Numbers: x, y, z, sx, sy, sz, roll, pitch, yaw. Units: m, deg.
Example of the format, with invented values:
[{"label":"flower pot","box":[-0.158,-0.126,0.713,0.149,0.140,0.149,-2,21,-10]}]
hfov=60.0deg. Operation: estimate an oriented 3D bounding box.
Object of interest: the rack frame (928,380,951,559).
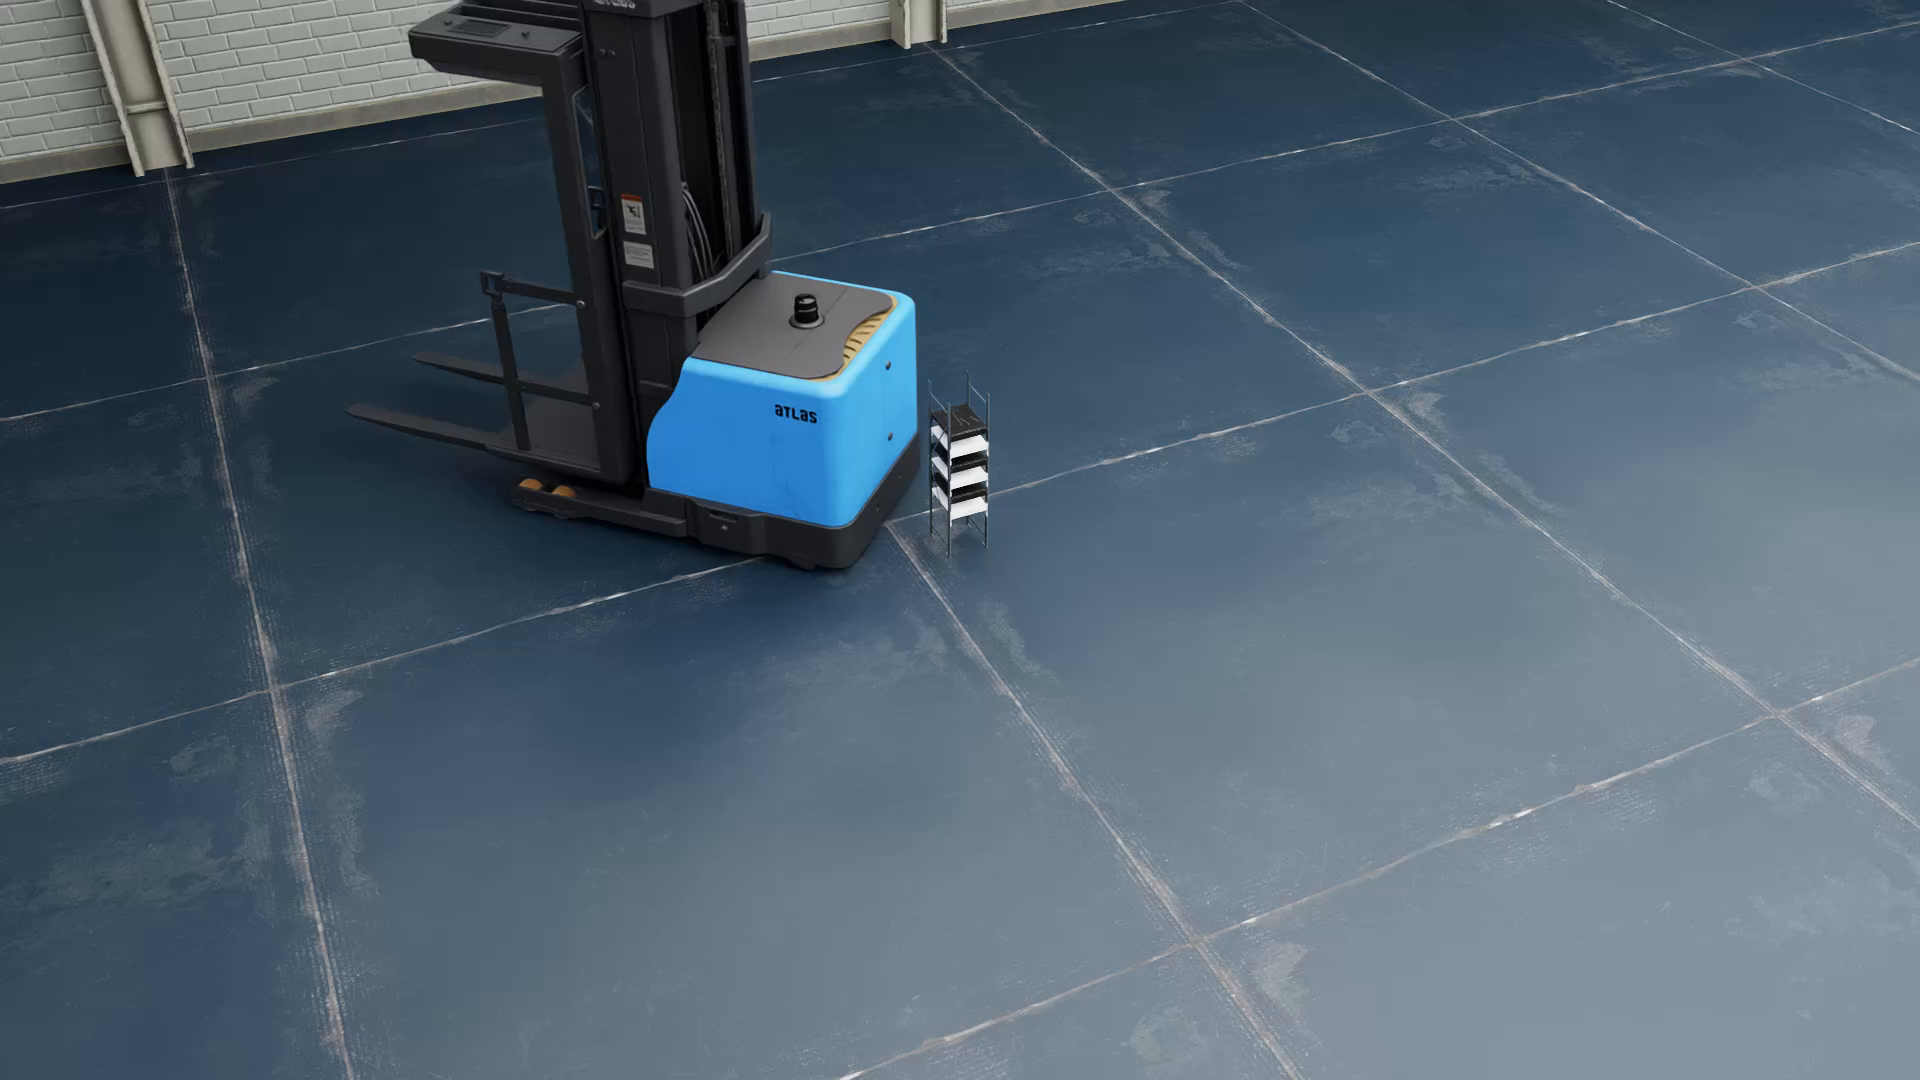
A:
[{"label":"rack frame","box":[-0.099,-0.334,8.088,0.006,0.900,0.240,-16,39,-20]}]

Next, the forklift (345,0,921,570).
[{"label":"forklift","box":[-1.781,-1.567,8.046,3.031,2.935,1.130,12,38,16]}]

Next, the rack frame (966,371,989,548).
[{"label":"rack frame","box":[0.085,-0.385,8.157,0.006,0.900,0.240,-16,39,-20]}]

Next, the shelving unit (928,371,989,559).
[{"label":"shelving unit","box":[-0.007,-0.359,8.122,0.210,0.900,0.258,-16,39,-20]}]

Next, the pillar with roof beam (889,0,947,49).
[{"label":"pillar with roof beam","box":[1.478,-5.543,8.313,0.400,9.000,9.100,-16,39,-20]}]

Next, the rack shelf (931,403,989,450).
[{"label":"rack shelf","box":[-0.007,-0.549,7.981,0.200,0.077,0.258,-16,39,-20]}]

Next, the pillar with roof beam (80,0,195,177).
[{"label":"pillar with roof beam","box":[-3.953,-4.024,6.265,0.400,9.000,9.100,-16,39,-20]}]

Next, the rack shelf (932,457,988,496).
[{"label":"rack shelf","box":[-0.007,-0.333,8.142,0.200,0.077,0.258,-16,39,-20]}]

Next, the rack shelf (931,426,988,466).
[{"label":"rack shelf","box":[-0.007,-0.477,8.035,0.200,0.077,0.258,-16,39,-20]}]

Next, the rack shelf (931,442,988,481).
[{"label":"rack shelf","box":[-0.007,-0.405,8.088,0.200,0.077,0.258,-16,39,-20]}]

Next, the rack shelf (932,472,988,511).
[{"label":"rack shelf","box":[-0.007,-0.260,8.196,0.200,0.077,0.258,-16,39,-20]}]

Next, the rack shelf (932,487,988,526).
[{"label":"rack shelf","box":[-0.007,-0.188,8.249,0.200,0.077,0.258,-16,39,-20]}]
